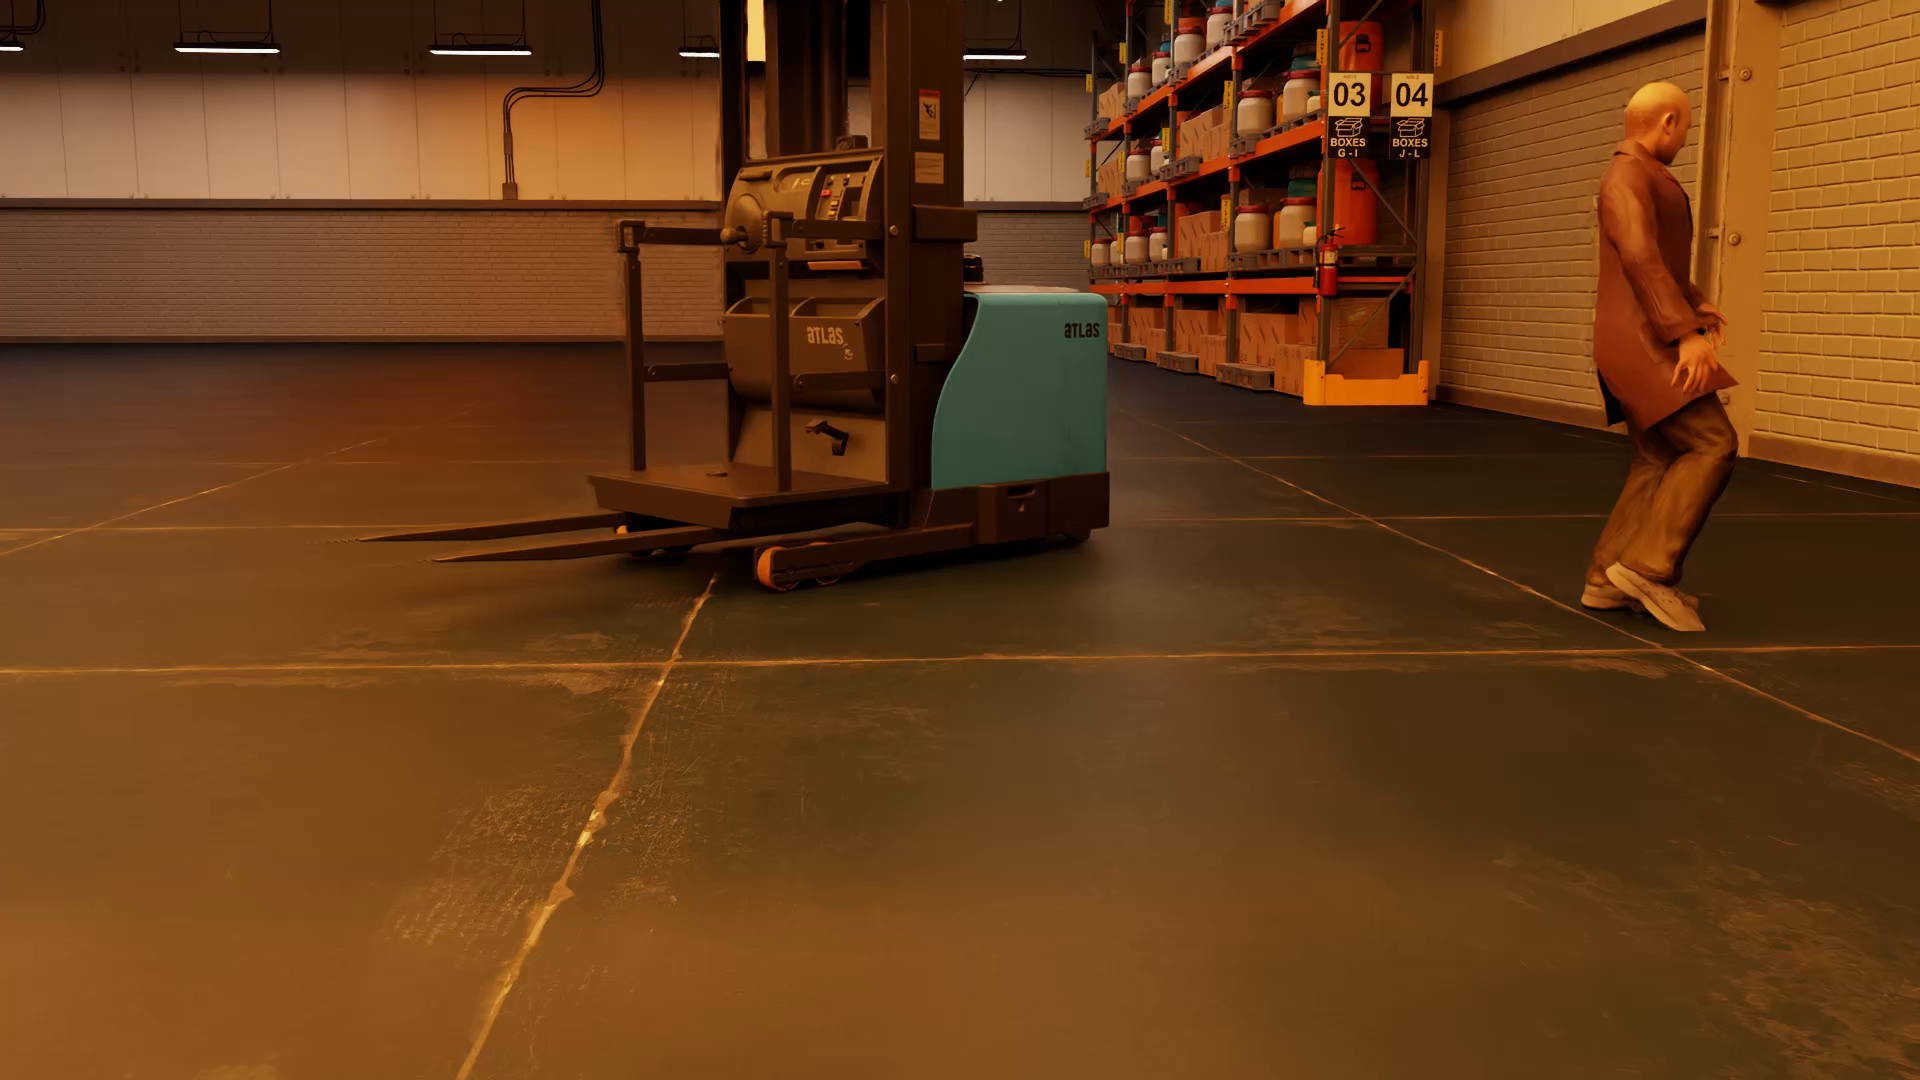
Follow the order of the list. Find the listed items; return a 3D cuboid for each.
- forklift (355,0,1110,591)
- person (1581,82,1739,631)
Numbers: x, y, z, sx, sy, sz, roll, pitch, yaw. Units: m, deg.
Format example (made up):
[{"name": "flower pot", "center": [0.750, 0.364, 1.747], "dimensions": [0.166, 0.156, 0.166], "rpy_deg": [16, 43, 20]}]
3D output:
[{"name": "forklift", "center": [-0.782, -1.349, 6.414], "dimensions": [3.031, 2.935, 1.130], "rpy_deg": [-8, 11, -42]}, {"name": "person", "center": [2.330, -0.597, 5.510], "dimensions": [0.486, 1.792, 0.917], "rpy_deg": [4, 9, 24]}]
